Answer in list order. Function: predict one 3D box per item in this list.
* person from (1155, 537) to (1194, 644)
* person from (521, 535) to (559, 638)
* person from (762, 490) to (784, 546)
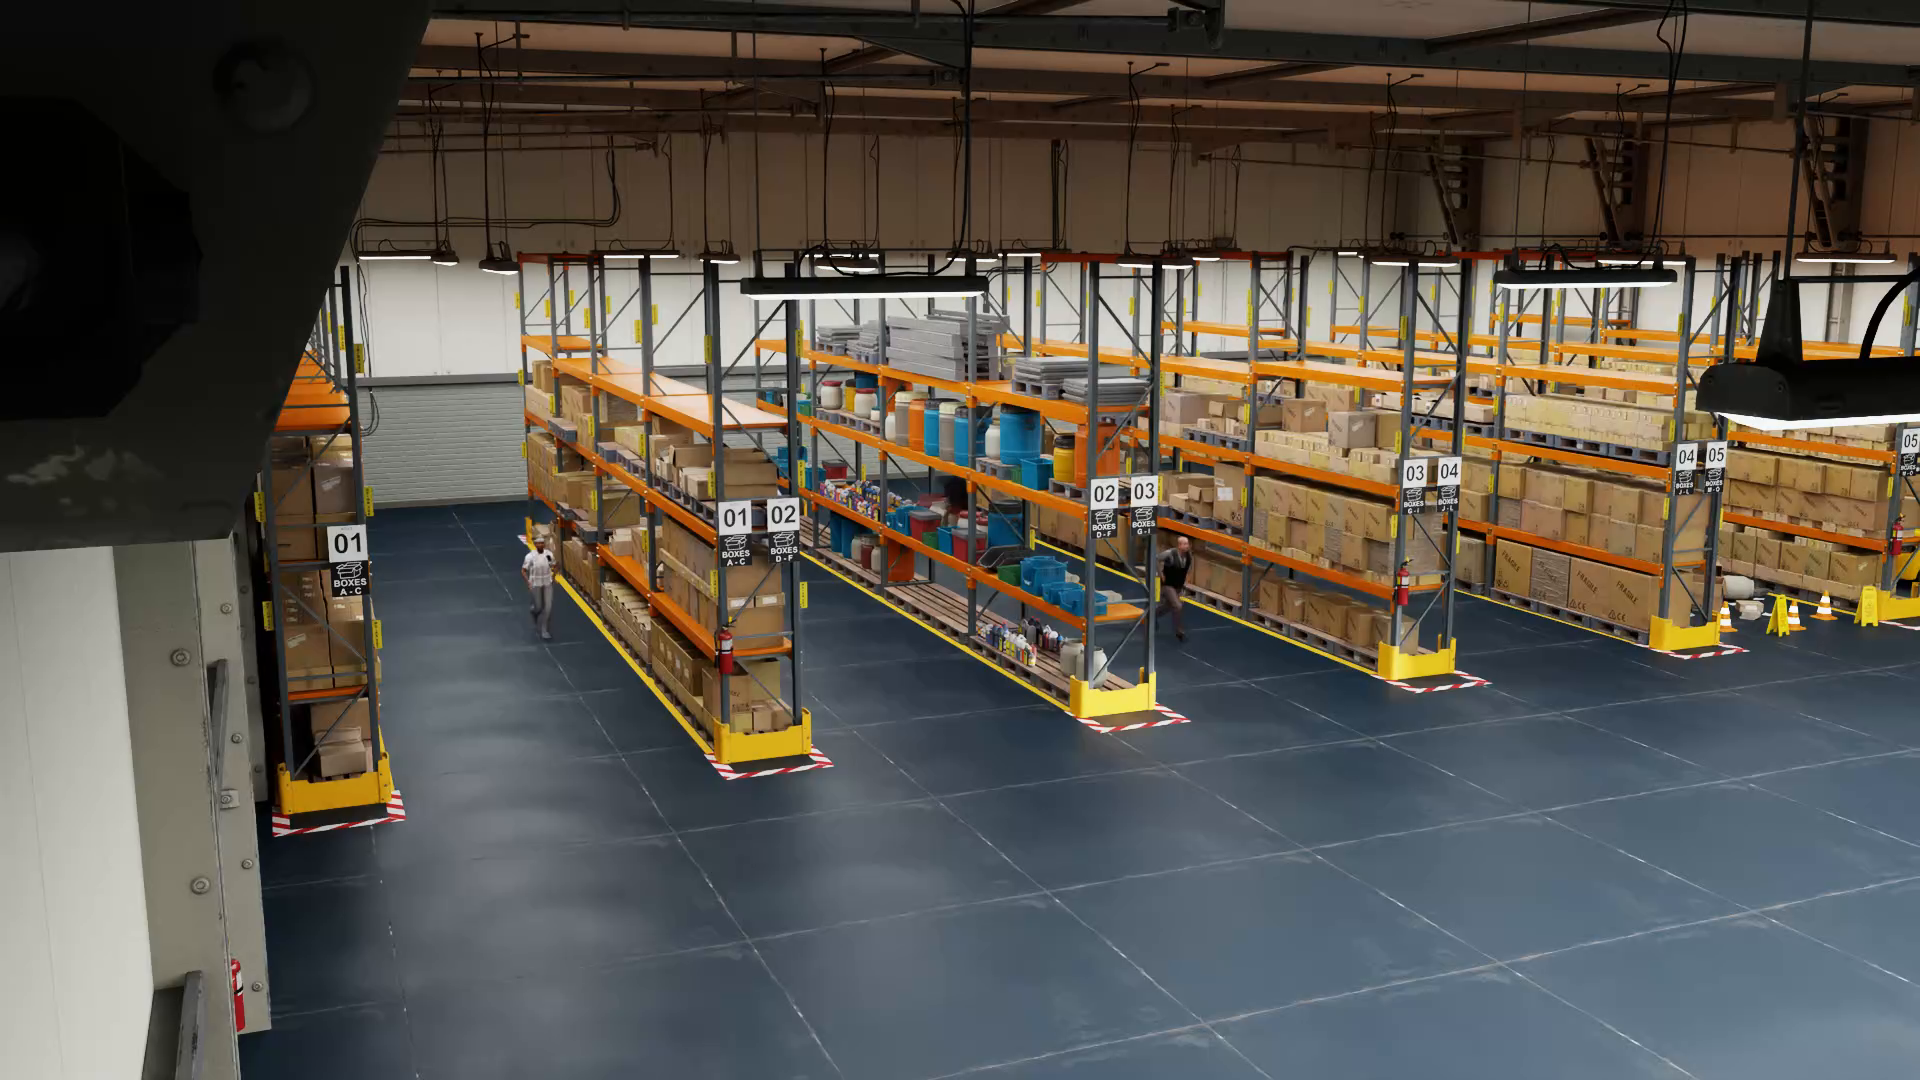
[{"bbox_3d":[3.341,0.765,26.351,0.673,1.728,0.950,-7,12,-32],"label":"person"},{"bbox_3d":[-6.679,0.725,26.550,0.584,1.658,0.565,-5,12,-27],"label":"person"},{"bbox_3d":[-3.731,-0.333,32.180,0.745,1.739,0.752,-3,11,-16],"label":"person"}]
